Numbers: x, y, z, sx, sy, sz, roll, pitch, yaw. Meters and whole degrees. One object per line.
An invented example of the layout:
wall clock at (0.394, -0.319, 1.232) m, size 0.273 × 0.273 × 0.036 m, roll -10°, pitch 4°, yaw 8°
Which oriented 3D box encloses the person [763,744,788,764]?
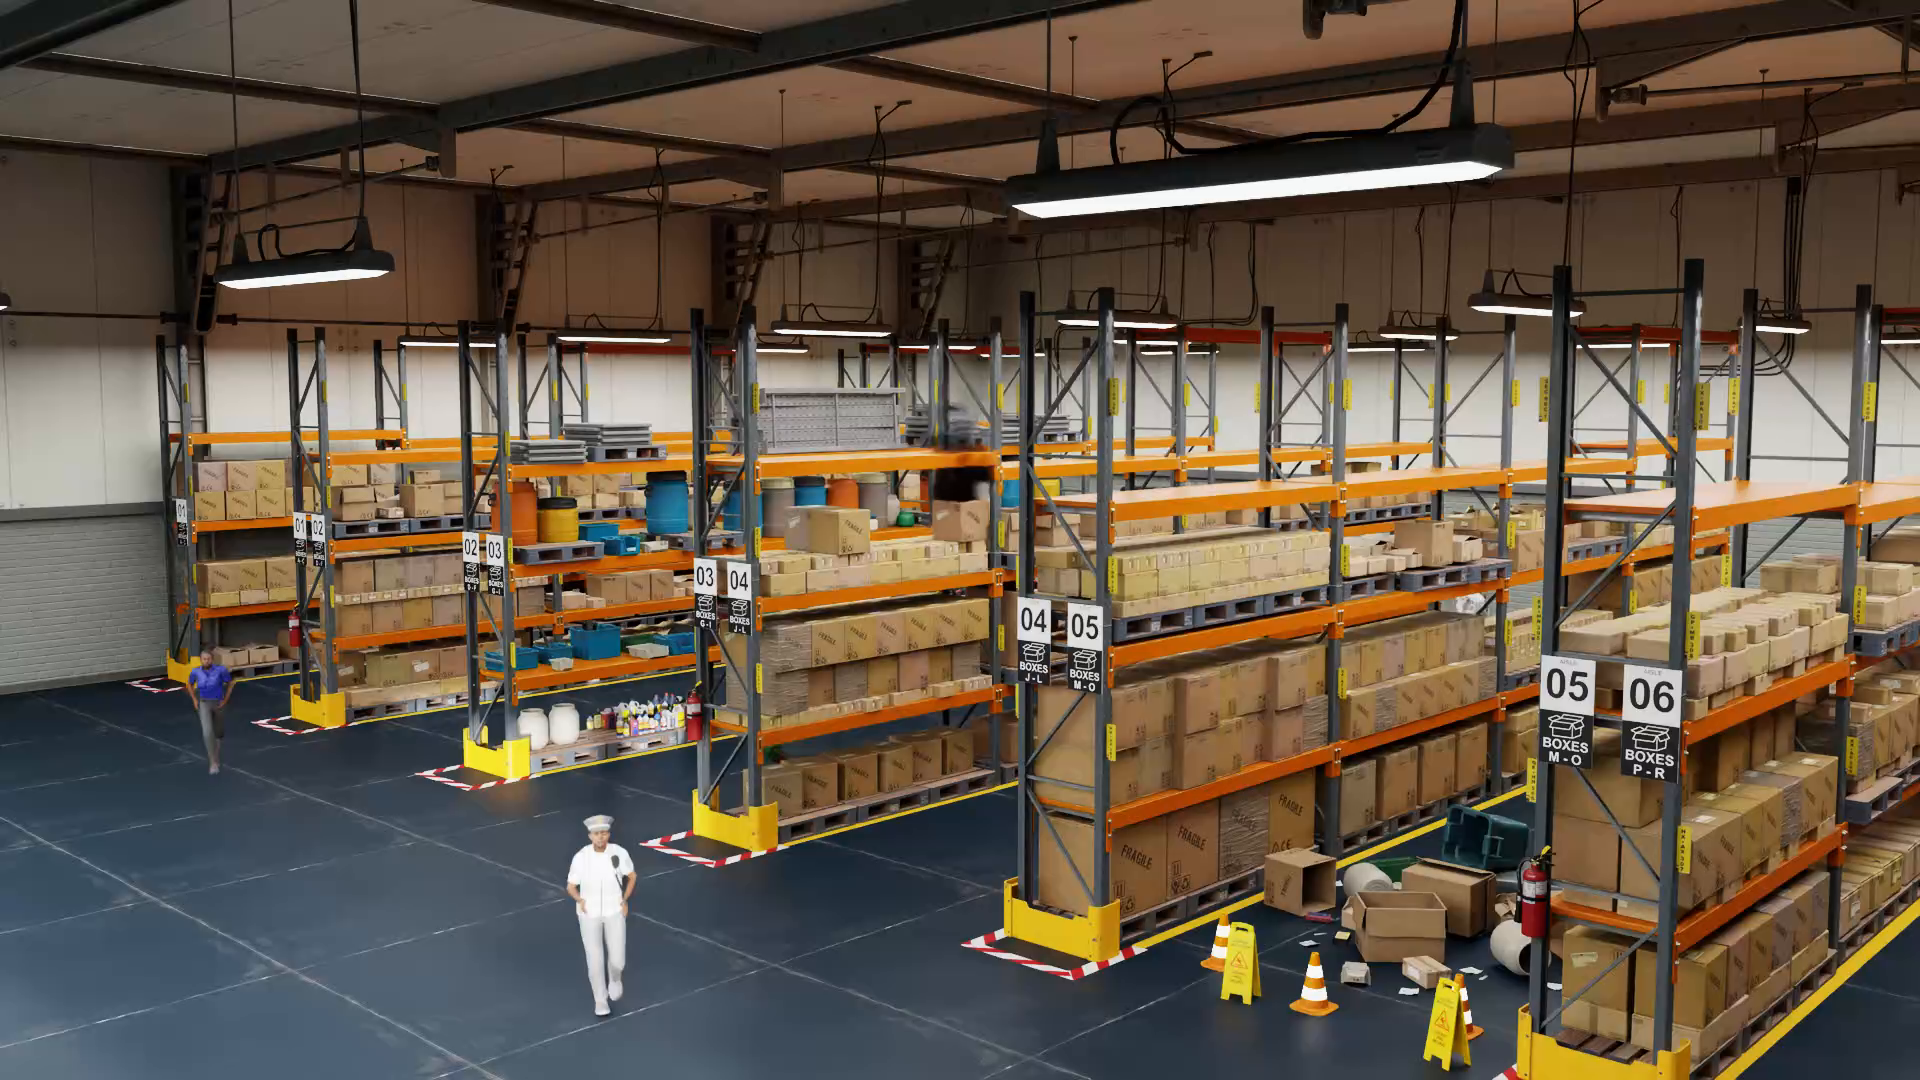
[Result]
person at (-2.357, 2.300, 21.108) m, size 0.654 × 1.737 × 0.710 m, roll 5°, pitch 7°, yaw 41°

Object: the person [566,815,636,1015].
person at (-2.923, 3.062, 13.601) m, size 0.570 × 1.654 × 0.557 m, roll -1°, pitch 6°, yaw -14°

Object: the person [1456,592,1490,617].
person at (9.444, 1.476, 30.563) m, size 0.657 × 1.680 × 0.714 m, roll -3°, pitch 6°, yaw -26°

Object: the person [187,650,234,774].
person at (-10.103, 2.278, 22.452) m, size 0.575 × 1.640 × 0.974 m, roll -2°, pitch 6°, yaw -23°
